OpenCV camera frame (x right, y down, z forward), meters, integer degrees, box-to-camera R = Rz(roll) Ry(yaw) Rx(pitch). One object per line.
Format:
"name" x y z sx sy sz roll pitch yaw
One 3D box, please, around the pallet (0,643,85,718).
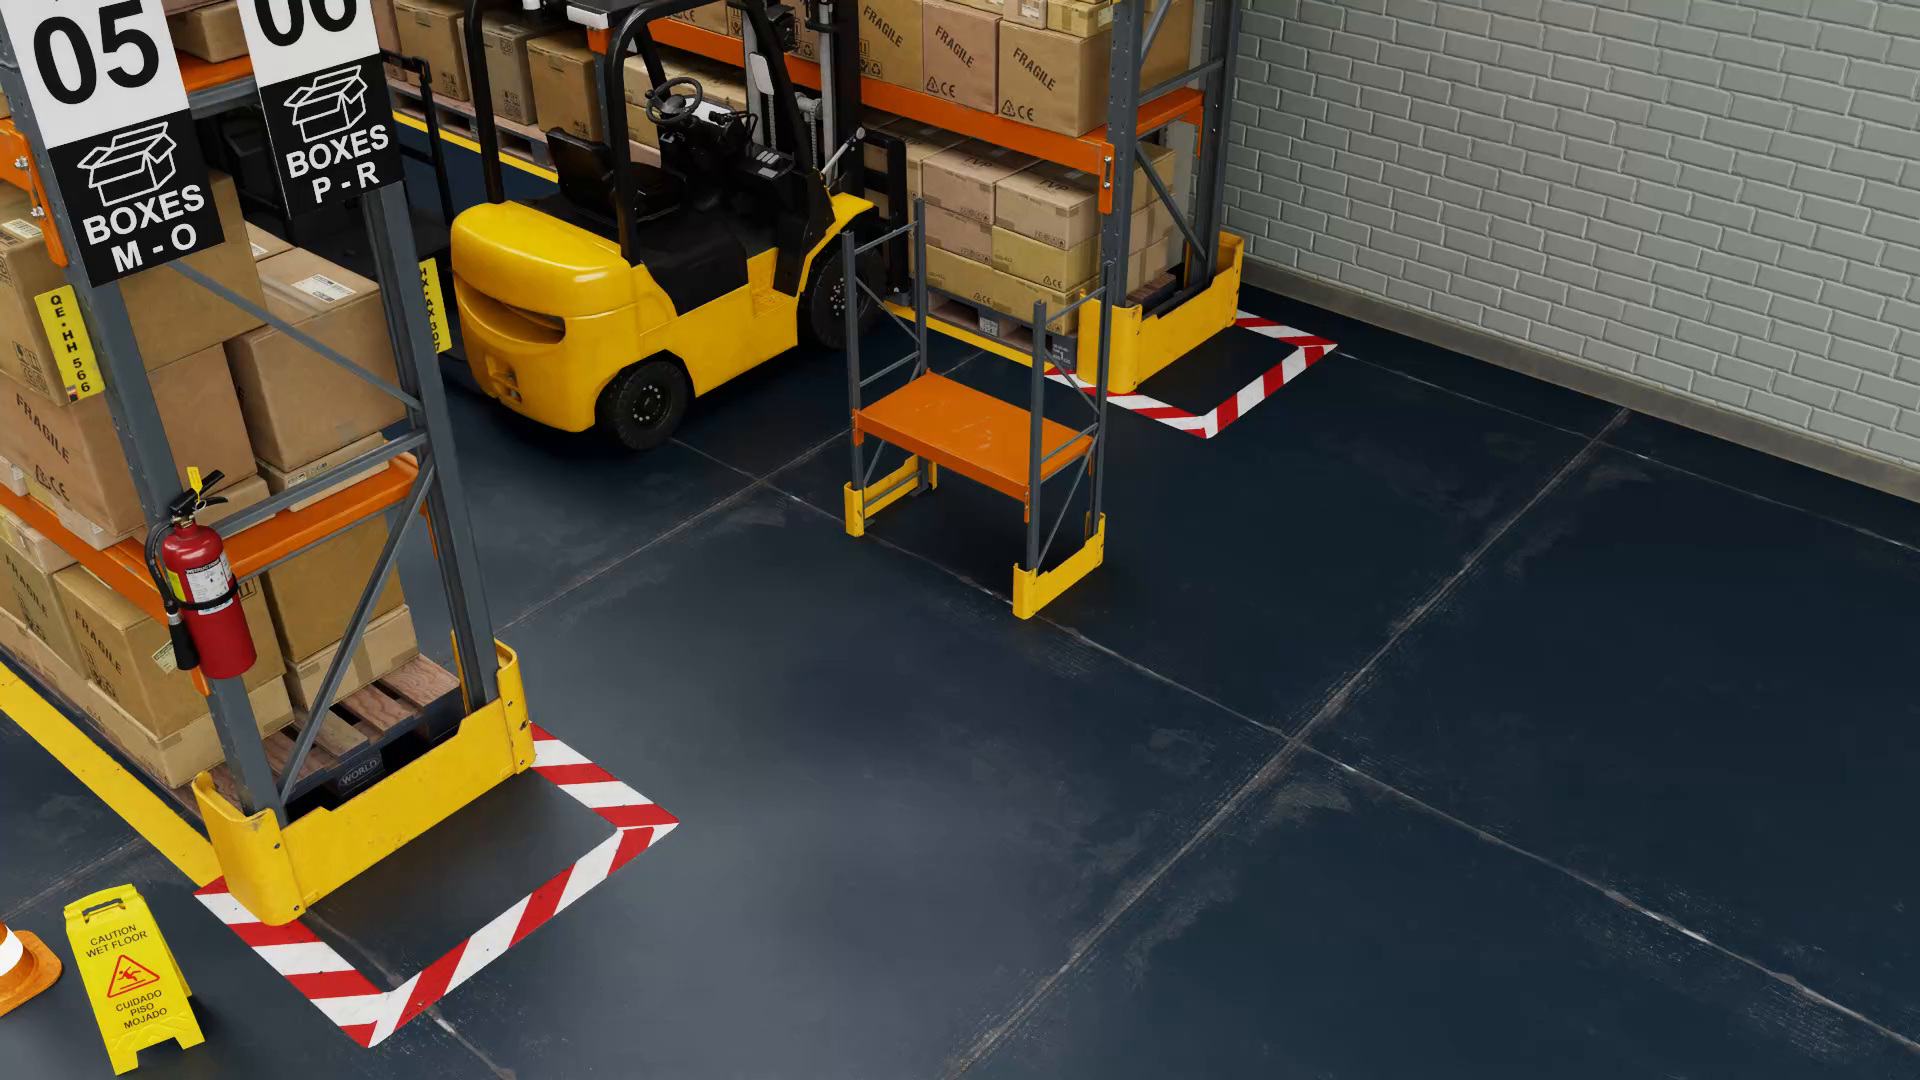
"pallet" -3.674 0.205 7.265 1.213 0.211 1.003 25 42 32

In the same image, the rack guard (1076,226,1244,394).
"rack guard" 1.111 -1.287 9.183 0.348 0.500 1.175 25 42 32

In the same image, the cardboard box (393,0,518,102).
"cardboard box" -3.560 -3.709 12.228 0.625 0.625 0.875 23 41 30

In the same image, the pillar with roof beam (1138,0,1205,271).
"pillar with roof beam" -1.620 -3.571 5.000 0.400 9.000 9.100 25 42 32

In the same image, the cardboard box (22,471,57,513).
"cardboard box" -2.953 -0.250 5.686 0.250 0.149 0.380 24 41 31

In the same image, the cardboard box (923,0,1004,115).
"cardboard box" 0.154 -2.623 8.832 0.500 0.500 0.500 27 43 33

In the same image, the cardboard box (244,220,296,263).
"cardboard box" -2.667 -0.808 5.925 0.500 0.500 0.500 27 43 33

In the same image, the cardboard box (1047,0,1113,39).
"cardboard box" 0.647 -2.638 8.281 0.250 0.149 0.380 26 42 32

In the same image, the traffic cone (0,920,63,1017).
"traffic cone" -3.236 1.286 5.469 0.334 0.463 0.336 25 42 32

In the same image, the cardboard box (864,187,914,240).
"cardboard box" -0.270 -1.976 9.595 0.500 0.250 0.500 24 41 31

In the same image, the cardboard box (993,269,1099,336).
"cardboard box" 0.530 -1.399 9.195 0.500 0.250 0.500 26 42 32

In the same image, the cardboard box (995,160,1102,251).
"cardboard box" 0.539 -1.809 8.909 0.500 0.250 0.500 27 43 33

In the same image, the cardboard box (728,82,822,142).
"cardboard box" -1.034 -2.550 9.989 0.500 0.250 0.500 27 43 33

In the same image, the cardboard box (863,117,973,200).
"cardboard box" -0.251 -2.170 9.435 0.500 0.250 0.500 26 42 32

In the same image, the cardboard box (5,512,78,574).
"cardboard box" -3.188 -0.062 6.013 0.250 0.149 0.380 27 43 33

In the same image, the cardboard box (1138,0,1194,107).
"cardboard box" 0.890 -2.668 8.897 0.500 0.500 0.500 27 43 33

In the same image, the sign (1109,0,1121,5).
"sign" 0.735 -2.670 7.756 0.005 0.325 0.100 25 42 32

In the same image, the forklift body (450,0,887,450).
"forklift body" -1.532 -1.869 8.572 1.214 2.155 2.313 25 42 32

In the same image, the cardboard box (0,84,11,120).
"cardboard box" -2.533 -1.306 4.574 0.250 0.149 0.380 25 42 32

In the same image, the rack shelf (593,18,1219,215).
"rack shelf" -0.444 -2.754 9.746 4.000 0.370 1.077 25 42 32

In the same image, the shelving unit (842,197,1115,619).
"shelving unit" 0.059 -0.591 7.285 1.083 1.500 0.587 25 42 32

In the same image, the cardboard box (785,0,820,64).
"cardboard box" -0.634 -2.986 9.360 0.500 0.500 0.500 26 42 32

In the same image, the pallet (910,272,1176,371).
"pallet" 0.478 -1.436 9.654 1.213 0.211 1.003 25 42 32

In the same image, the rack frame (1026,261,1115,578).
"rack frame" 0.456 -0.403 7.012 0.032 1.500 0.500 25 42 32

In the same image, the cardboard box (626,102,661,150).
"cardboard box" -1.807 -2.711 10.665 0.500 0.250 0.500 25 42 32

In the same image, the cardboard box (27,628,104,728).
"cardboard box" -3.267 0.428 6.535 0.500 0.250 0.500 25 42 32

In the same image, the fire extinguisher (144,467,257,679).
"fire extinguisher" -2.287 0.109 5.011 0.183 0.674 0.296 25 42 32

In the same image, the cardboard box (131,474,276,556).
"cardboard box" -2.504 -0.104 5.474 0.250 0.149 0.380 27 43 33

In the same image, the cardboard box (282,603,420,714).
"cardboard box" -2.523 0.383 6.601 0.500 0.250 0.500 25 42 31

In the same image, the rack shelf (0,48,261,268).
"rack shelf" -3.617 -1.830 5.750 4.000 0.370 1.077 25 42 32

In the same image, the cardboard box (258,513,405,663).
"cardboard box" -2.542 0.065 6.401 0.500 0.500 0.500 24 41 30

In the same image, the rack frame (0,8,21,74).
"rack frame" -2.080 -2.638 3.643 0.127 3.000 1.000 25 42 32

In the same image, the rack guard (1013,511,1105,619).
"rack guard" 0.441 0.105 7.376 0.087 0.250 0.587 25 42 32

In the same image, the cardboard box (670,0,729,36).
"cardboard box" -1.396 -3.361 9.905 0.500 0.500 0.500 26 42 33

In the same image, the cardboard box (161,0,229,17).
"cardboard box" -2.296 -1.761 4.884 0.500 0.250 0.500 24 41 31

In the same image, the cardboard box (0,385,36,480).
"cardboard box" -3.055 -0.589 5.607 0.500 0.500 0.500 25 42 32

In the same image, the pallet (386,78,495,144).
"pallet" -3.514 -3.317 12.394 1.213 0.211 1.003 25 42 32

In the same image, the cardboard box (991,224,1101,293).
"cardboard box" 0.519 -1.612 9.064 0.500 0.250 0.500 25 41 31

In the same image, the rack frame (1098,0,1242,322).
"rack frame" 1.093 -2.326 8.488 0.127 3.000 1.000 25 42 32

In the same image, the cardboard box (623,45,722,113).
"cardboard box" -1.810 -2.915 10.520 0.500 0.250 0.500 25 41 31

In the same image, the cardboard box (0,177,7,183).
"cardboard box" -2.997 -1.018 5.348 0.500 0.500 0.700 26 42 32

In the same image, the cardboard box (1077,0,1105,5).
"cardboard box" 0.683 -2.795 8.247 0.250 0.149 0.380 25 42 32

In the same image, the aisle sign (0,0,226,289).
"aisle sign" -2.218 -1.088 4.389 0.004 0.787 0.394 25 42 32

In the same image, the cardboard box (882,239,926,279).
"cardboard box" -0.225 -1.768 9.733 0.500 0.250 0.500 26 42 32

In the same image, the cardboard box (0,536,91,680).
"cardboard box" -3.266 0.122 6.319 0.500 0.500 0.500 27 43 33

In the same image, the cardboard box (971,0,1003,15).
"cardboard box" 0.271 -2.839 8.573 0.250 0.149 0.380 26 42 33

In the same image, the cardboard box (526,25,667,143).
"cardboard box" -2.389 -3.153 11.419 0.625 0.625 0.875 27 43 34

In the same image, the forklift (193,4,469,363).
"forklift" -3.523 -2.645 9.012 3.031 2.935 1.130 25 42 32
